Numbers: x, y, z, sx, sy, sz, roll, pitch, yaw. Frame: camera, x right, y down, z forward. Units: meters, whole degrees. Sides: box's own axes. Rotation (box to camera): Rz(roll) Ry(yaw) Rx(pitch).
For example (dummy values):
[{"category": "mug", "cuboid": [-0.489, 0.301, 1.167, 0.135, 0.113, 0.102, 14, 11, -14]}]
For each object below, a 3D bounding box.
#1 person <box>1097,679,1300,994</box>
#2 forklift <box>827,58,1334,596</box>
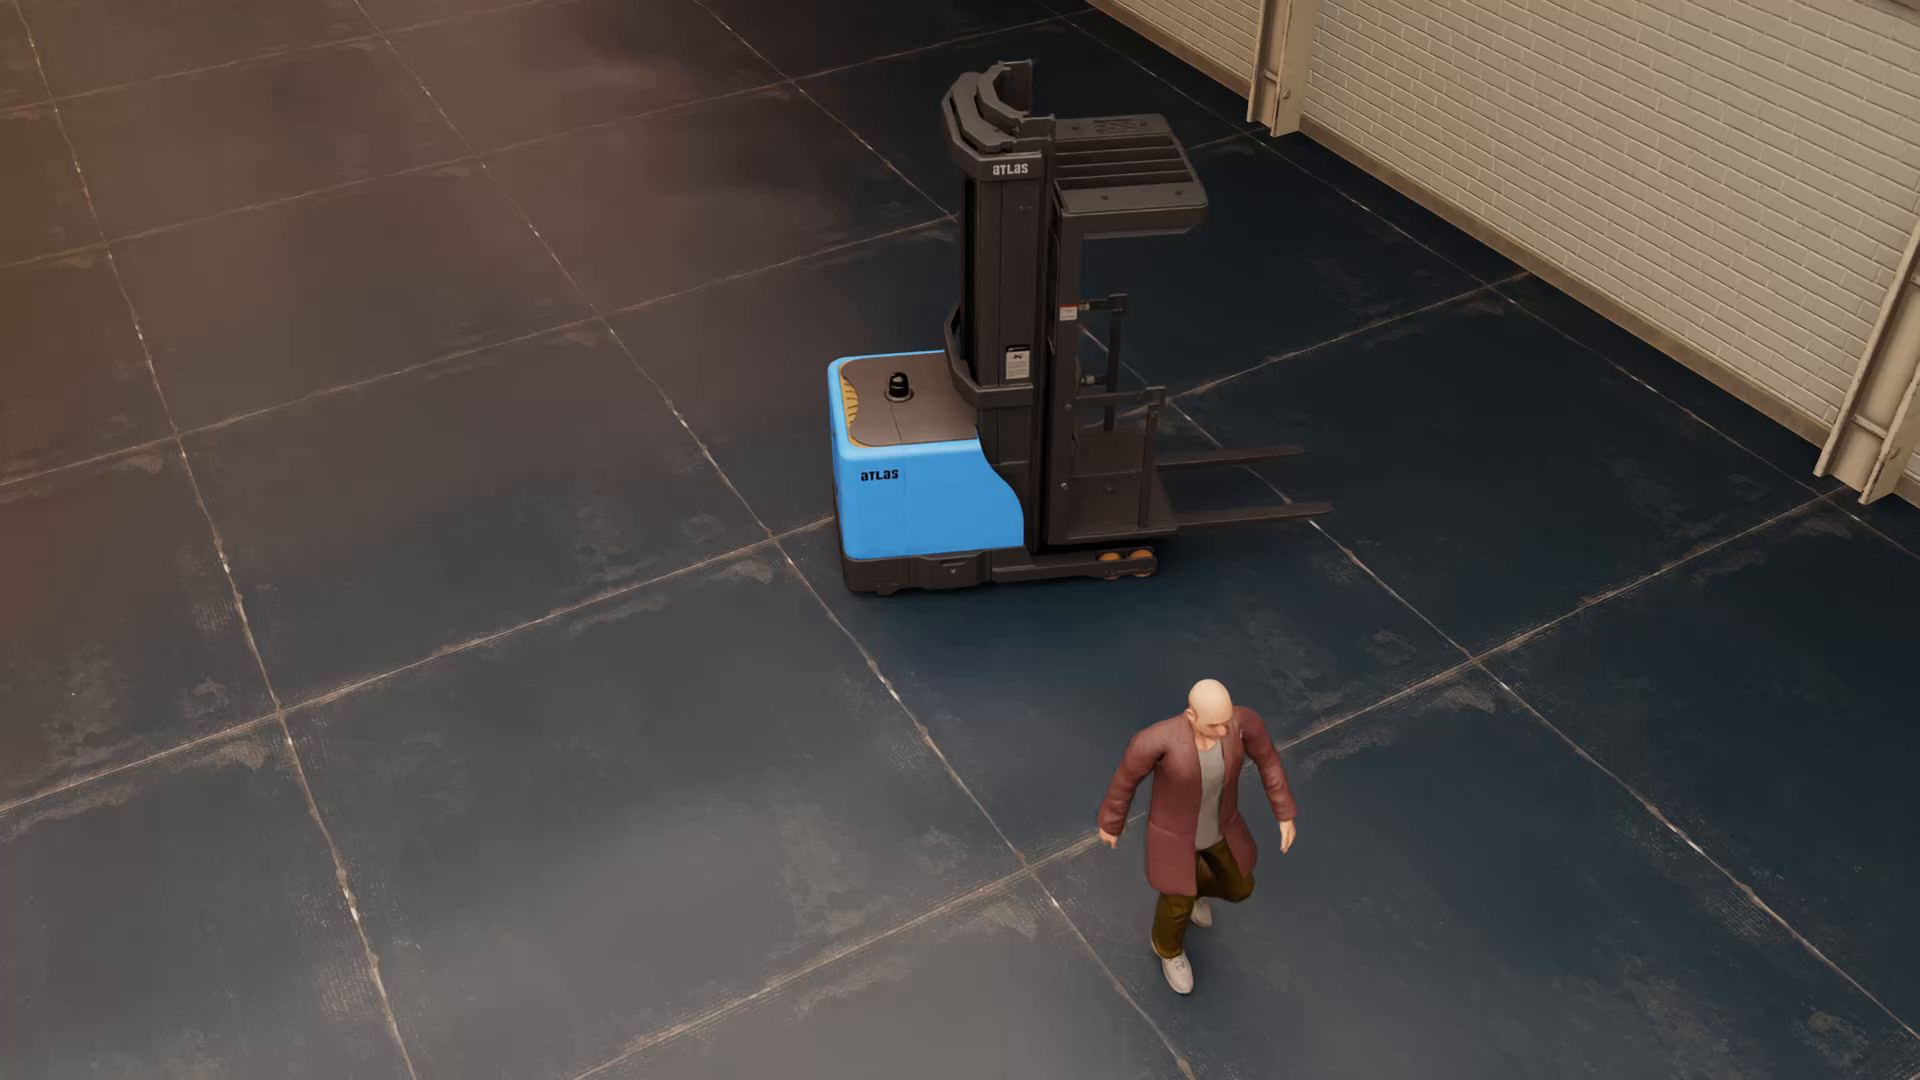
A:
[{"category": "person", "cuboid": [1.039, 1.259, 7.439, 0.826, 1.760, 0.597, -14, 42, -17]}, {"category": "forklift", "cuboid": [0.752, -1.219, 9.506, 3.031, 2.935, 1.130, -5, 40, -6]}]
